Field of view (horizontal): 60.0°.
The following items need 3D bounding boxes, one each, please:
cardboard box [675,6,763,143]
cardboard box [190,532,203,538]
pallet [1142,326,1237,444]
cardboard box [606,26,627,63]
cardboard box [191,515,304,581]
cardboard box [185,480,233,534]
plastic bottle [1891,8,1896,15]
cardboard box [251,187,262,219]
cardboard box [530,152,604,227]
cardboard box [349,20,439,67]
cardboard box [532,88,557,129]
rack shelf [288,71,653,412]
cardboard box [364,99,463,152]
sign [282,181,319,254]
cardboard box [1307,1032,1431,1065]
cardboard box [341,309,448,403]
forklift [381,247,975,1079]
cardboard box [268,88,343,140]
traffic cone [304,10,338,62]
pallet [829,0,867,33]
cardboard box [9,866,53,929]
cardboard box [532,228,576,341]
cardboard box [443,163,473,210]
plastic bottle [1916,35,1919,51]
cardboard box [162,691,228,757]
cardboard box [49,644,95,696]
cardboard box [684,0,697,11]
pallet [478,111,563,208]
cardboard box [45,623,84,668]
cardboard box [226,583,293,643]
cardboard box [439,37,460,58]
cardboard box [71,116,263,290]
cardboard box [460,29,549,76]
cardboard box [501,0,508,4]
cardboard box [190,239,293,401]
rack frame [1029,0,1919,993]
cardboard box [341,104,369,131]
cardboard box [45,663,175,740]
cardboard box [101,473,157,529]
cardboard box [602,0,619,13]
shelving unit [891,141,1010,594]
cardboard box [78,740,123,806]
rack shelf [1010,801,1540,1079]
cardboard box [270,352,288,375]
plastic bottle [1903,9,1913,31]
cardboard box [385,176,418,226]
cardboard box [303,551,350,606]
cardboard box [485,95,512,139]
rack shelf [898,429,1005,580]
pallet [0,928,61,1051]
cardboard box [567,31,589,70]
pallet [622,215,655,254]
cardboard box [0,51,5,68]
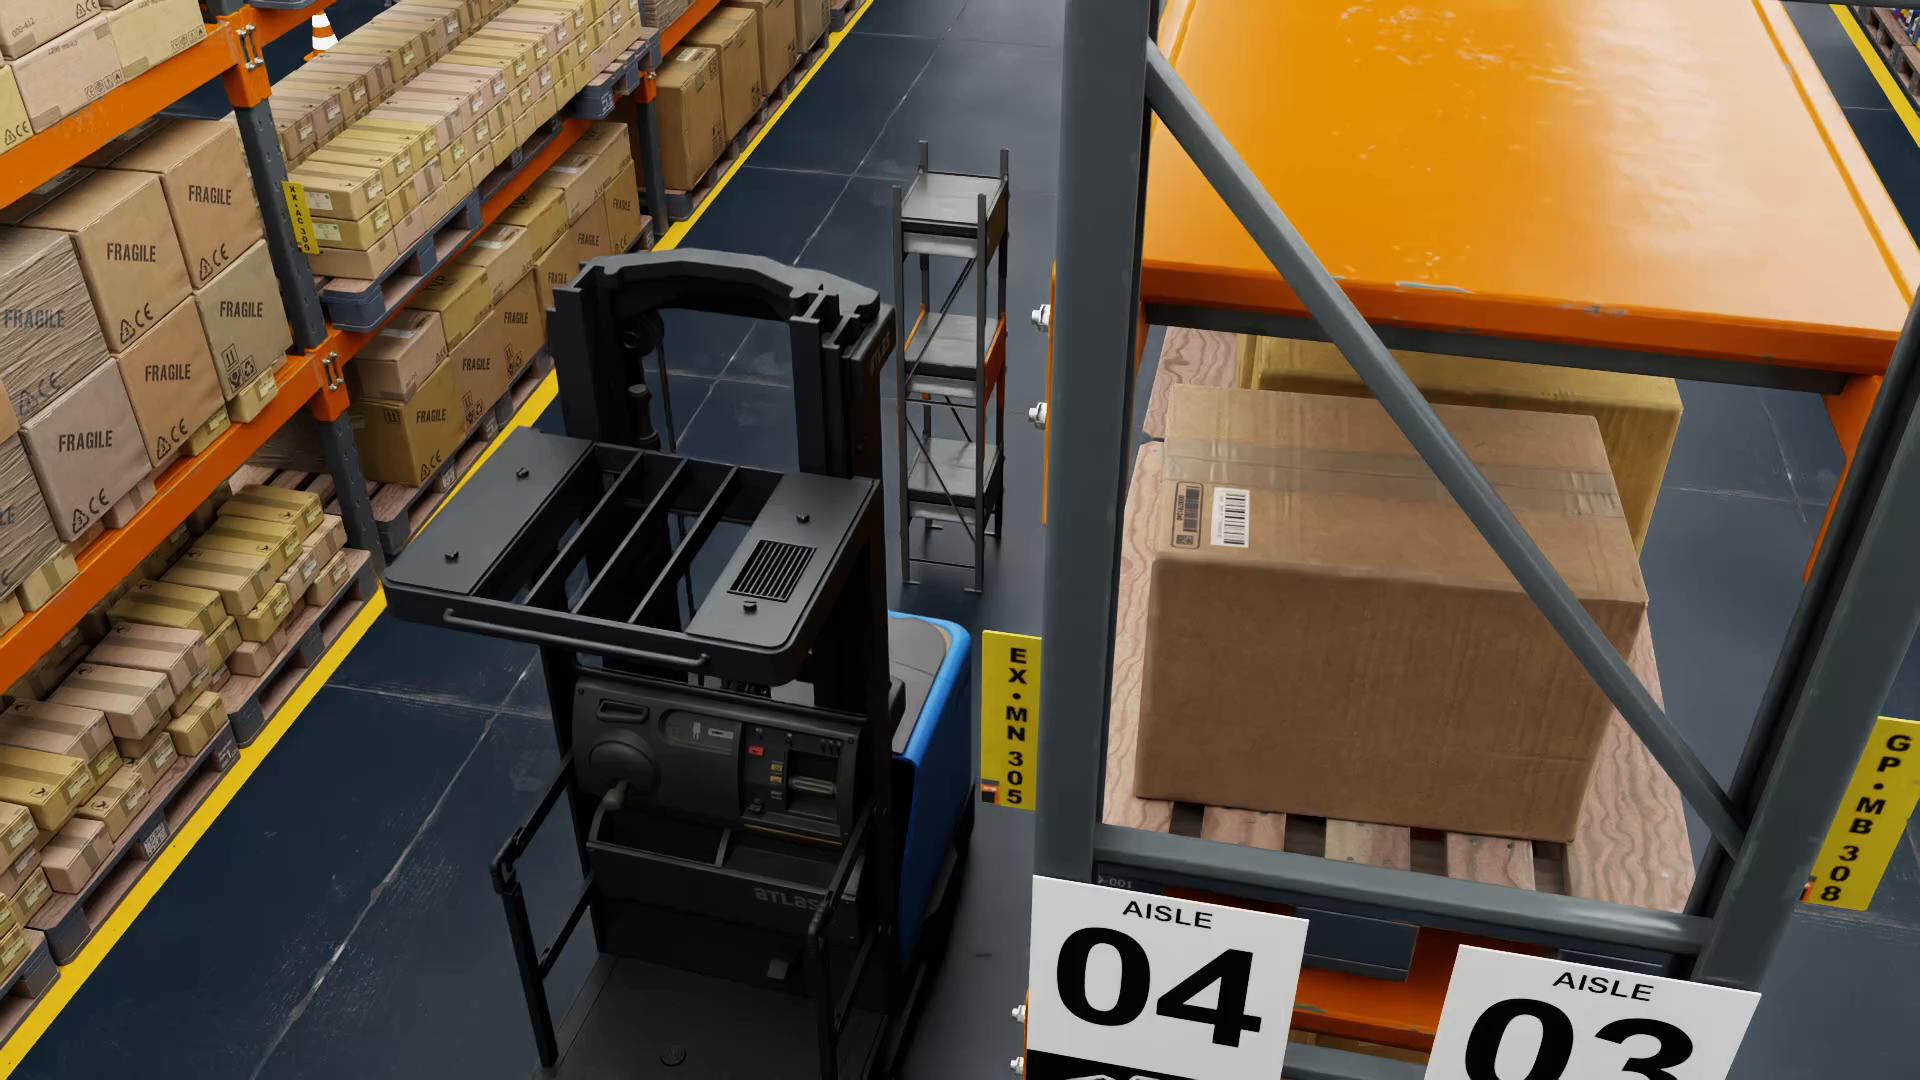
[{"bbox_3d":[-2.107,-3.486,12.333,1.050,0.750,0.750,8,37,11],"label":"cardboard box"},{"bbox_3d":[-3.753,-0.063,7.868,0.380,0.149,0.250,9,37,12],"label":"cardboard box"},{"bbox_3d":[1.013,-0.428,4.074,1.003,0.211,1.213,7,37,10],"label":"pallet"},{"bbox_3d":[-2.219,-2.973,9.922,0.380,0.149,0.250,7,37,10],"label":"cardboard box"},{"bbox_3d":[-3.200,0.037,7.477,0.380,0.149,0.250,8,37,11],"label":"cardboard box"},{"bbox_3d":[-3.639,-0.179,7.776,0.380,0.149,0.250,9,37,12],"label":"cardboard box"},{"bbox_3d":[8.149,-4.659,14.401,0.097,0.201,0.097,0,36,0],"label":"plastic bottle"},{"bbox_3d":[-3.471,-1.536,7.686,0.380,0.149,0.250,8,37,11],"label":"cardboard box"},{"bbox_3d":[-2.495,-2.133,10.040,0.500,0.250,0.500,8,37,11],"label":"cardboard box"},{"bbox_3d":[-3.075,-2.702,9.042,0.380,0.149,0.250,8,37,11],"label":"cardboard box"},{"bbox_3d":[-2.444,-2.381,9.105,0.380,0.149,0.250,8,37,11],"label":"cardboard box"},{"bbox_3d":[-2.936,-1.949,9.267,1.077,0.370,4.000,7,37,10],"label":"rack shelf"},{"bbox_3d":[-2.663,-2.022,8.103,0.380,0.149,0.250,7,36,9],"label":"cardboard box"},{"bbox_3d":[-2.831,-1.381,7.132,0.100,0.325,0.005,7,37,10],"label":"sign"},{"bbox_3d":[1.080,0.987,3.837,0.500,0.500,0.500,6,36,9],"label":"cardboard box"},{"bbox_3d":[-2.947,-0.946,8.403,0.500,0.250,0.500,6,36,8],"label":"cardboard box"},{"bbox_3d":[-0.815,0.759,4.976,1.130,2.935,3.031,9,37,12],"label":"forklift"},{"bbox_3d":[-3.298,-2.110,8.225,0.380,0.149,0.250,7,37,10],"label":"cardboard box"},{"bbox_3d":[-5.409,-4.329,14.099,0.336,0.463,0.334,7,37,10],"label":"traffic cone"},{"bbox_3d":[-1.415,-4.978,15.208,1.003,0.211,1.213,7,37,10],"label":"pallet"},{"bbox_3d":[-3.647,1.329,6.202,0.380,0.149,0.250,7,37,10],"label":"cardboard box"},{"bbox_3d":[-2.605,-1.533,9.851,0.500,0.500,0.500,6,36,8],"label":"cardboard box"},{"bbox_3d":[-2.664,-1.777,8.272,0.380,0.149,0.250,8,37,10],"label":"cardboard box"},{"bbox_3d":[7.975,-4.186,13.622,0.144,0.351,0.185,7,37,10],"label":"plastic bottle"},{"bbox_3d":[-3.335,0.751,6.999,0.380,0.149,0.250,7,37,10],"label":"cardboard box"},{"bbox_3d":[-3.878,0.547,7.027,0.380,0.149,0.250,9,37,12],"label":"cardboard box"},{"bbox_3d":[-2.043,-3.943,11.320,0.500,0.500,0.500,7,37,10],"label":"cardboard box"},{"bbox_3d":[-2.891,-2.170,9.121,1.003,0.211,1.213,7,37,10],"label":"pallet"},{"bbox_3d":[-3.929,0.411,6.962,0.380,0.149,0.250,8,37,11],"label":"cardboard box"},{"bbox_3d":[-3.205,0.303,7.364,0.380,0.149,0.250,6,36,8],"label":"cardboard box"},{"bbox_3d":[-3.025,-2.728,9.330,0.380,0.149,0.250,7,37,10],"label":"cardboard box"},{"bbox_3d":[-3.199,-1.357,6.645,0.500,0.500,0.500,6,36,8],"label":"cardboard box"},{"bbox_3d":[-2.444,-2.617,8.924,0.380,0.149,0.250,9,37,12],"label":"cardboard box"},{"bbox_3d":[-2.851,-3.301,9.869,0.380,0.149,0.250,6,36,9],"label":"cardboard box"},{"bbox_3d":[-3.190,-0.942,6.926,0.500,0.500,0.500,7,37,10],"label":"cardboard box"},{"bbox_3d":[0.607,-0.550,1.611,1.000,3.000,0.127,7,37,10],"label":"rack frame"},{"bbox_3d":[-3.249,-2.135,8.513,0.380,0.149,0.250,6,36,8],"label":"cardboard box"},{"bbox_3d":[-3.391,0.643,6.642,0.380,0.149,0.250,6,36,8],"label":"cardboard box"},{"bbox_3d":[-3.367,-0.188,6.438,0.380,0.149,0.250,6,36,8],"label":"cardboard box"},{"bbox_3d":[-2.221,-3.214,9.748,0.380,0.149,0.250,7,36,9],"label":"cardboard box"},{"bbox_3d":[-0.035,-0.755,7.773,0.431,2.100,0.503,7,37,10],"label":"shelving unit"},{"bbox_3d":[-3.565,0.882,6.566,0.380,0.149,0.250,9,37,12],"label":"cardboard box"},{"bbox_3d":[1.034,-0.191,4.285,1.077,0.370,4.000,7,37,10],"label":"rack shelf"},{"bbox_3d":[-3.195,-0.799,7.281,0.380,0.149,0.250,7,37,9],"label":"cardboard box"},{"bbox_3d":[8.056,-4.407,14.055,0.097,0.201,0.097,0,36,0],"label":"plastic bottle"},{"bbox_3d":[-2.776,-1.600,7.774,0.380,0.149,0.250,7,36,9],"label":"cardboard box"},{"bbox_3d":[-3.114,0.158,7.818,0.380,0.149,0.250,8,37,11],"label":"cardboard box"},{"bbox_3d":[-2.554,-2.204,8.608,0.380,0.149,0.250,7,36,9],"label":"cardboard box"},{"bbox_3d":[-0.035,-0.177,8.192,0.431,0.518,0.480,7,37,10],"label":"rack shelf"},{"bbox_3d":[-3.993,1.823,5.825,1.003,0.211,1.213,7,37,10],"label":"pallet"},{"bbox_3d":[-2.332,-2.788,9.414,0.380,0.149,0.250,7,37,10],"label":"cardboard box"},{"bbox_3d":[-2.677,-1.810,10.838,1.003,0.211,1.213,7,37,10],"label":"pallet"},{"bbox_3d":[-3.442,-1.558,5.259,0.500,0.250,0.500,9,37,12],"label":"cardboard box"}]
